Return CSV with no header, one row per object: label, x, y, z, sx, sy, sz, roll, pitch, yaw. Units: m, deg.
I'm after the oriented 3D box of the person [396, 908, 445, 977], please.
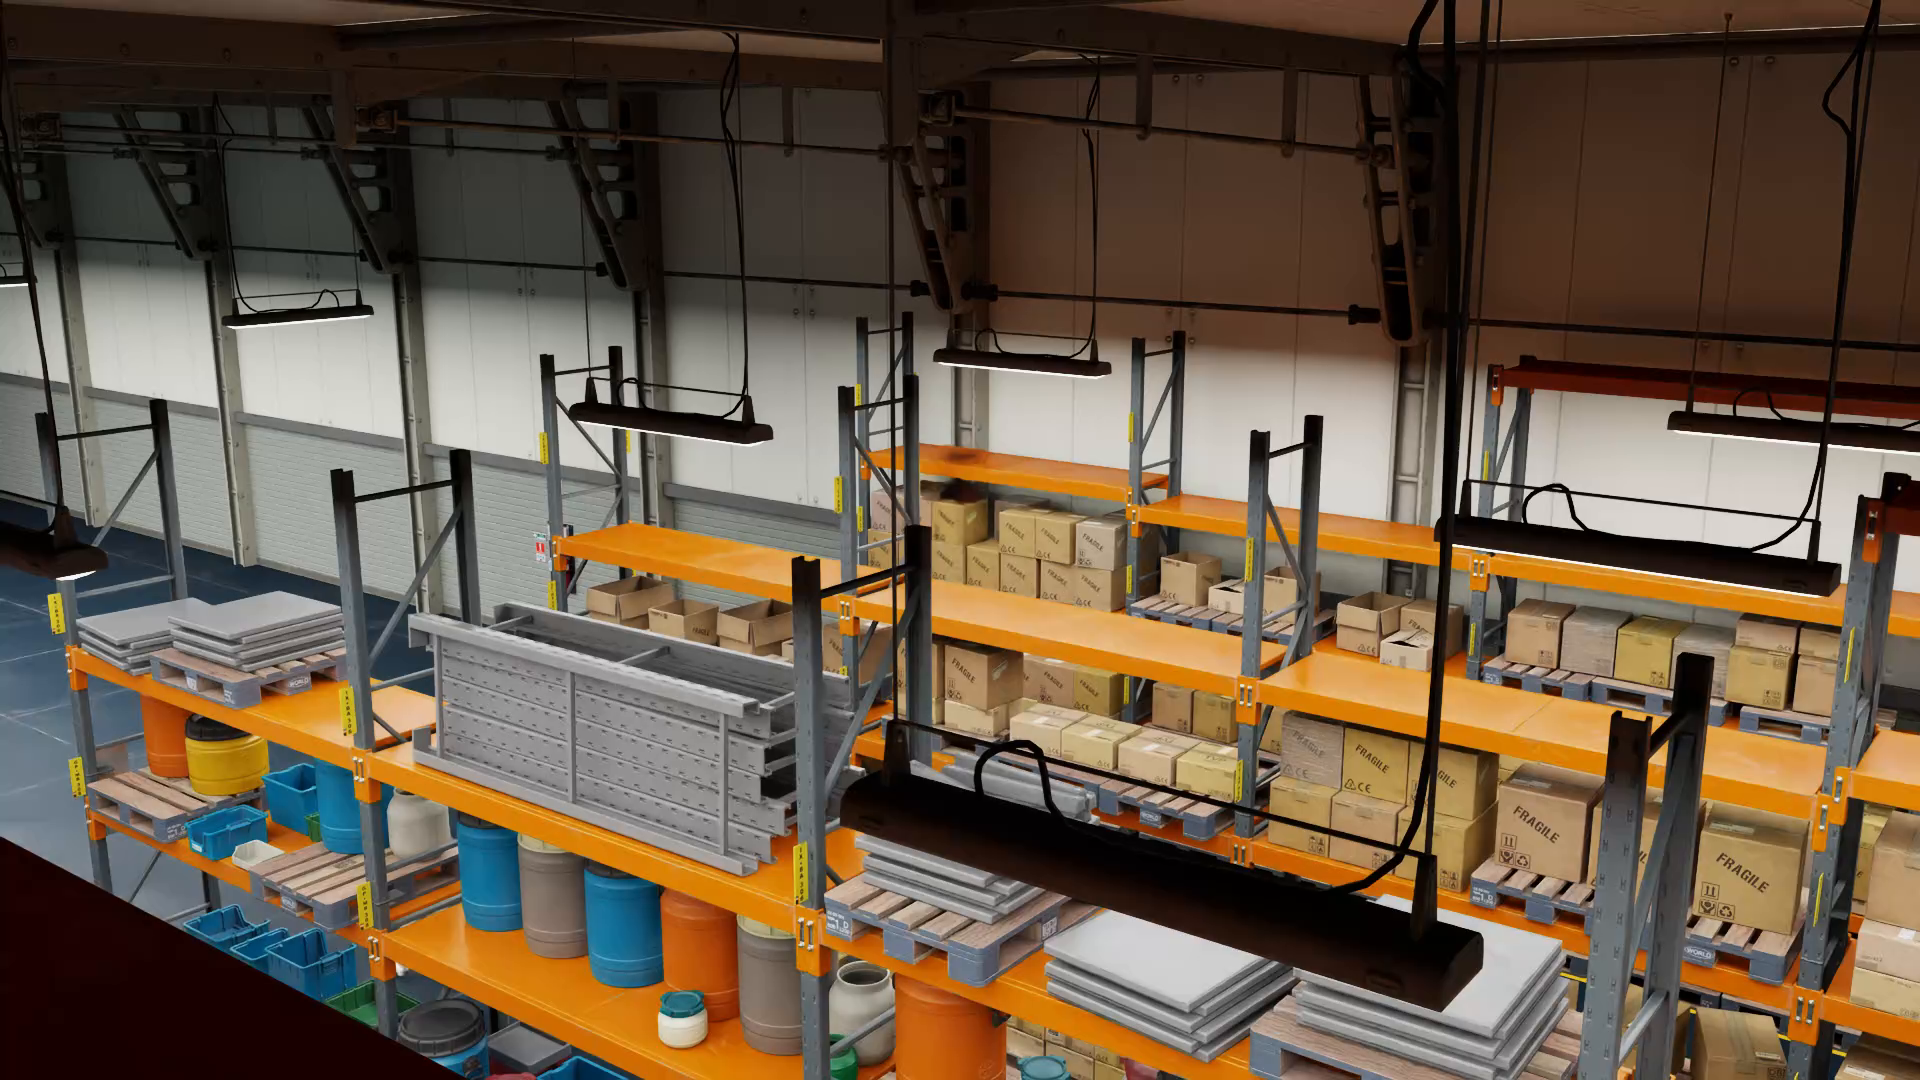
person,-5.364,3.433,16.500,0.598,1.793,0.412,-7,15,-28
